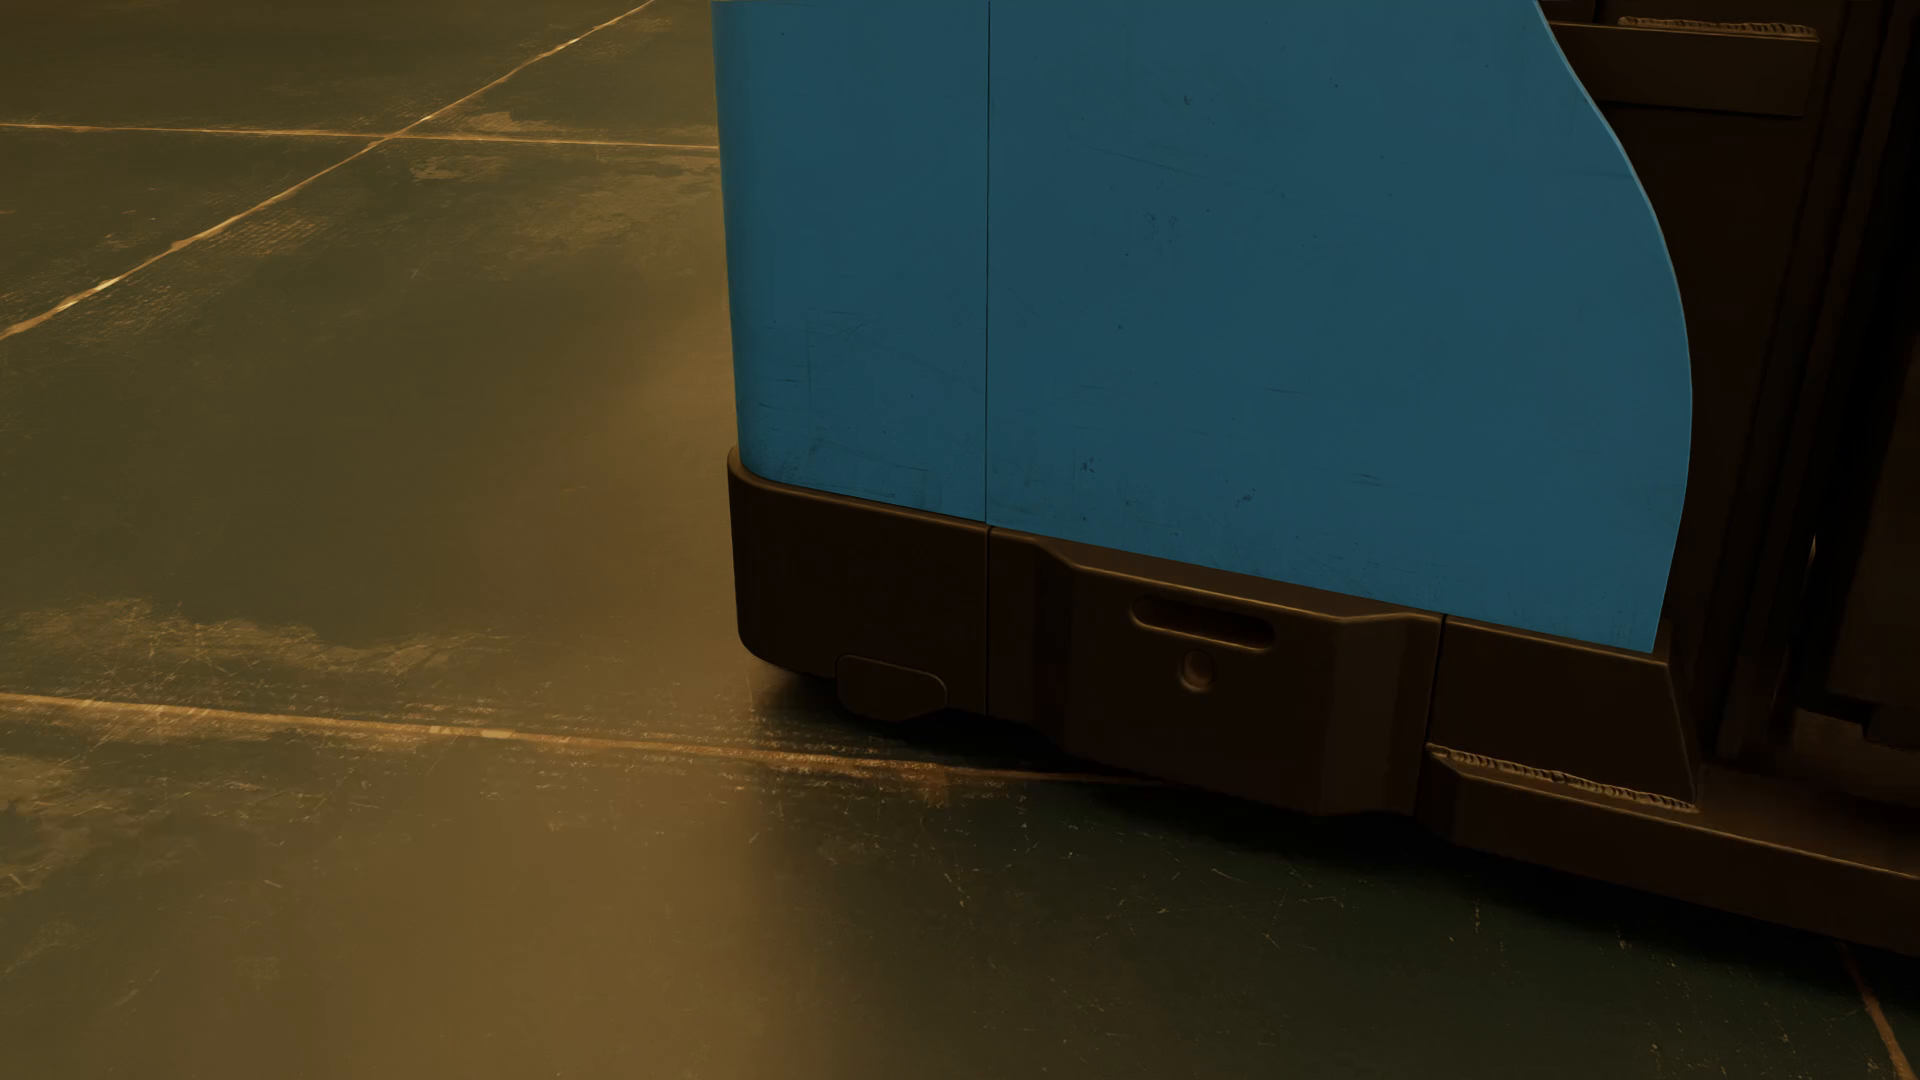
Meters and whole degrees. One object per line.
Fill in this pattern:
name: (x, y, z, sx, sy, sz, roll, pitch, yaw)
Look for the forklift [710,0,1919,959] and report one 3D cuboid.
forklift: (1.281, -1.049, 1.319, 3.031, 2.935, 1.130, 11, 29, 21)
